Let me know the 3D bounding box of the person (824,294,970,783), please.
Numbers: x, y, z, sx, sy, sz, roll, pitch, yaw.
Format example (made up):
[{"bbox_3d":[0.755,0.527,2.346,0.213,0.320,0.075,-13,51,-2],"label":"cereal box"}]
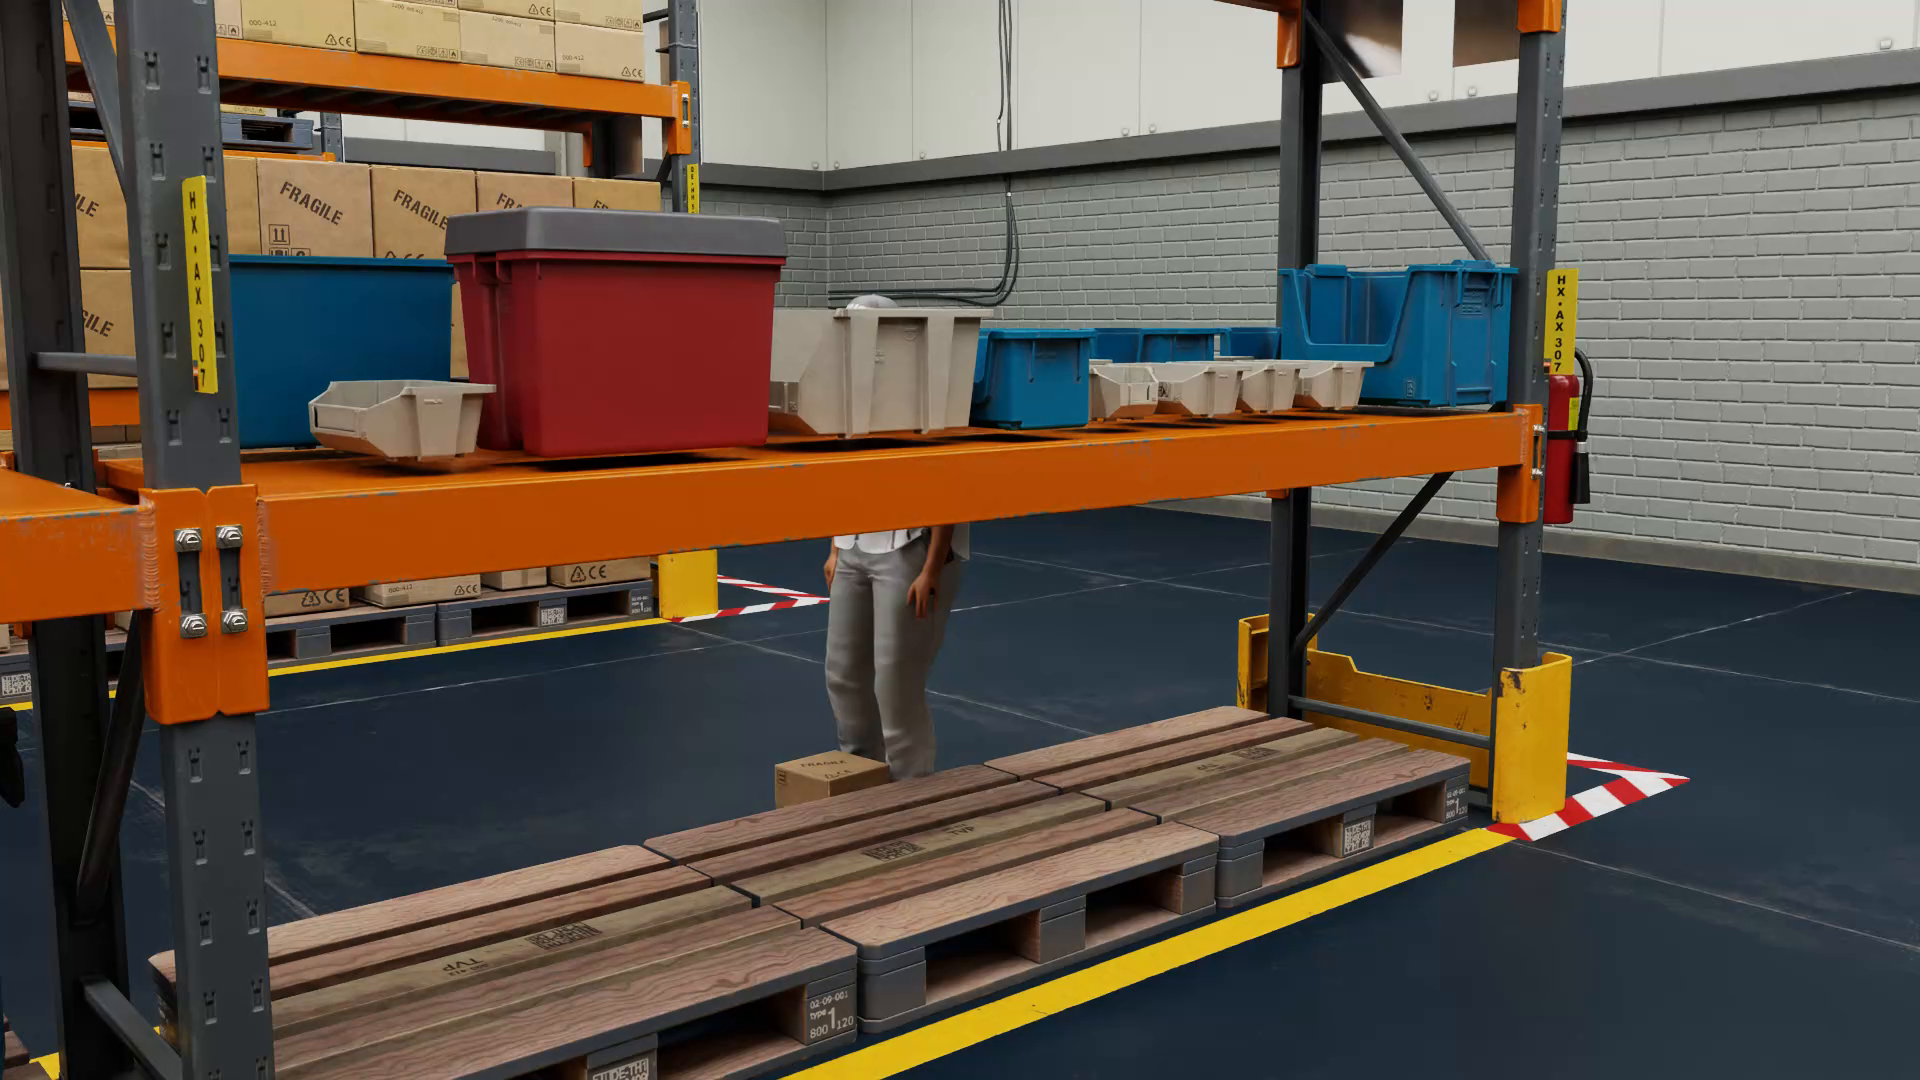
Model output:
[{"bbox_3d":[-0.234,0.084,5.128,0.467,1.666,0.537,-7,10,-41],"label":"person"}]
